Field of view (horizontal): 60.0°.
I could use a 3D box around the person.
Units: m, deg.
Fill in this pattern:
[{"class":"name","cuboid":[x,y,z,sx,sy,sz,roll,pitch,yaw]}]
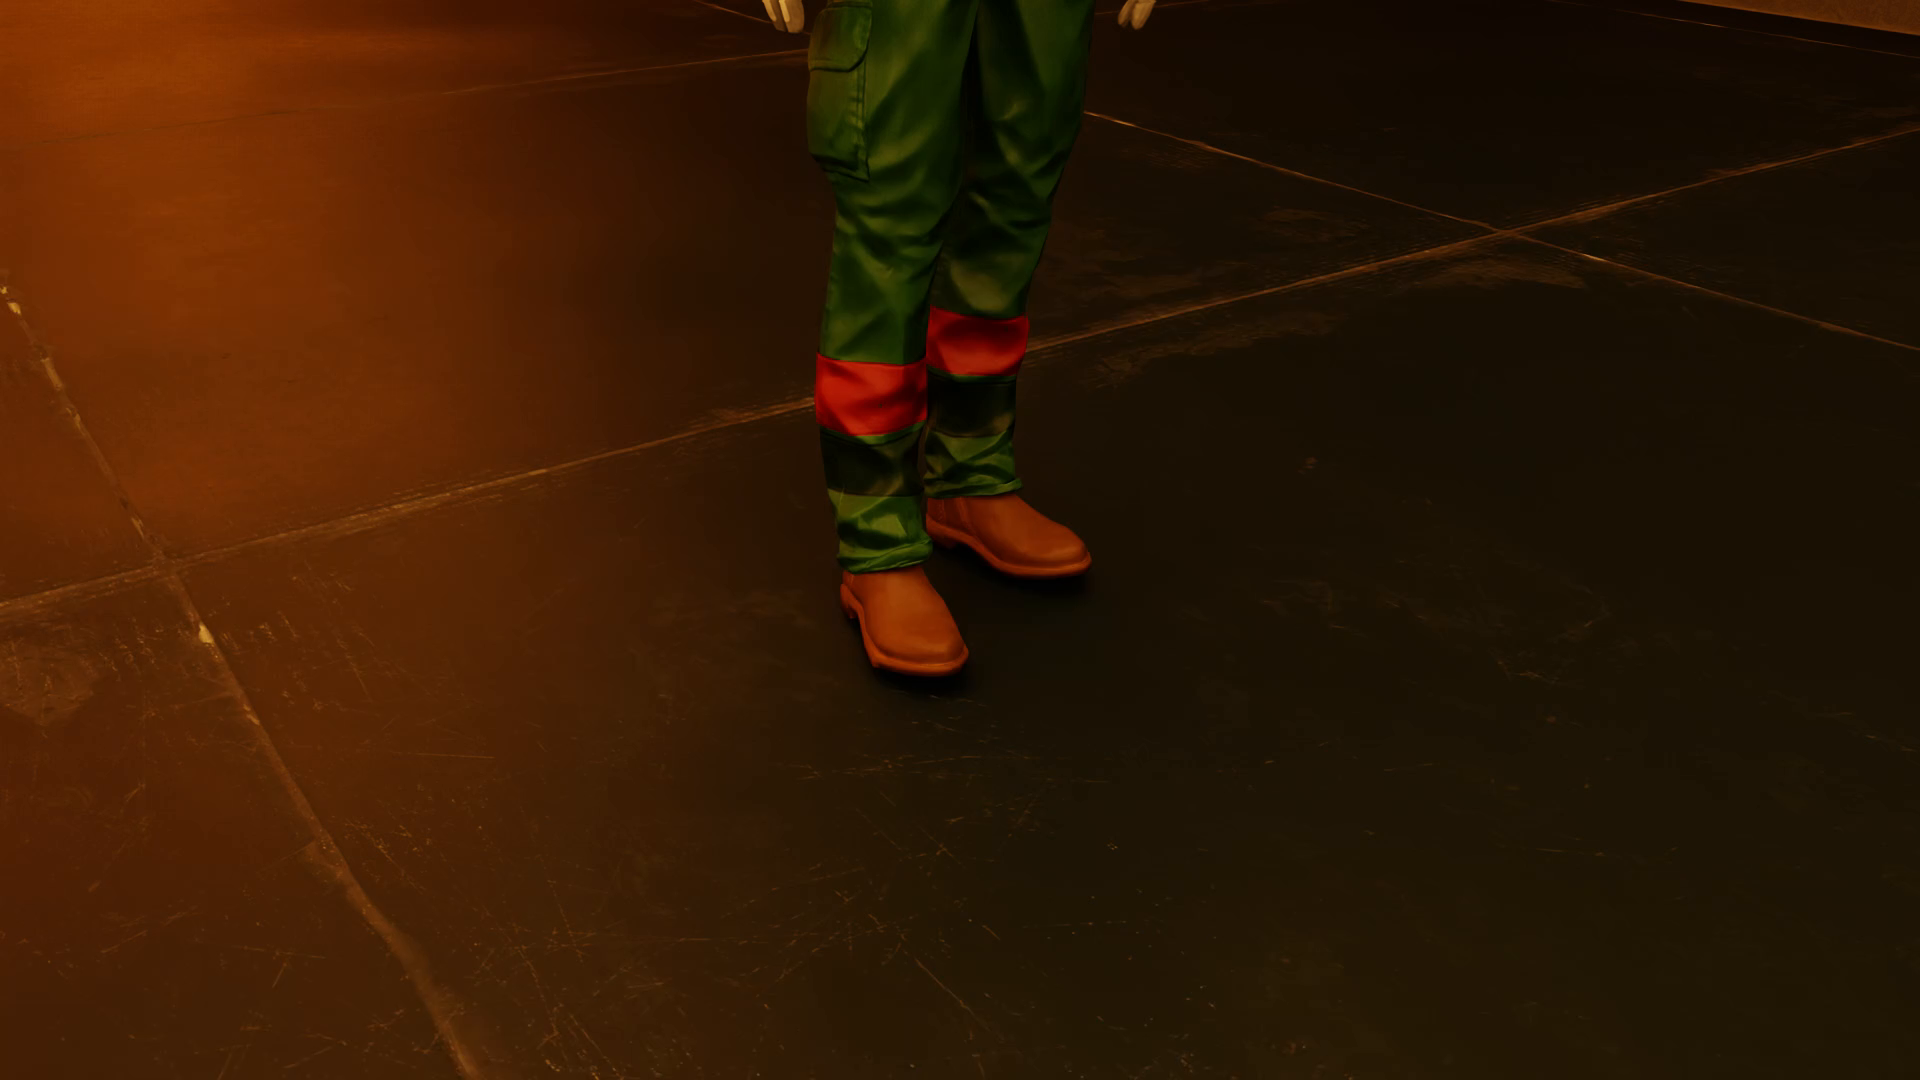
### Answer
[{"class":"person","cuboid":[0.035,-0.774,2.030,0.637,1.787,0.564,-17,31,-31]}]
